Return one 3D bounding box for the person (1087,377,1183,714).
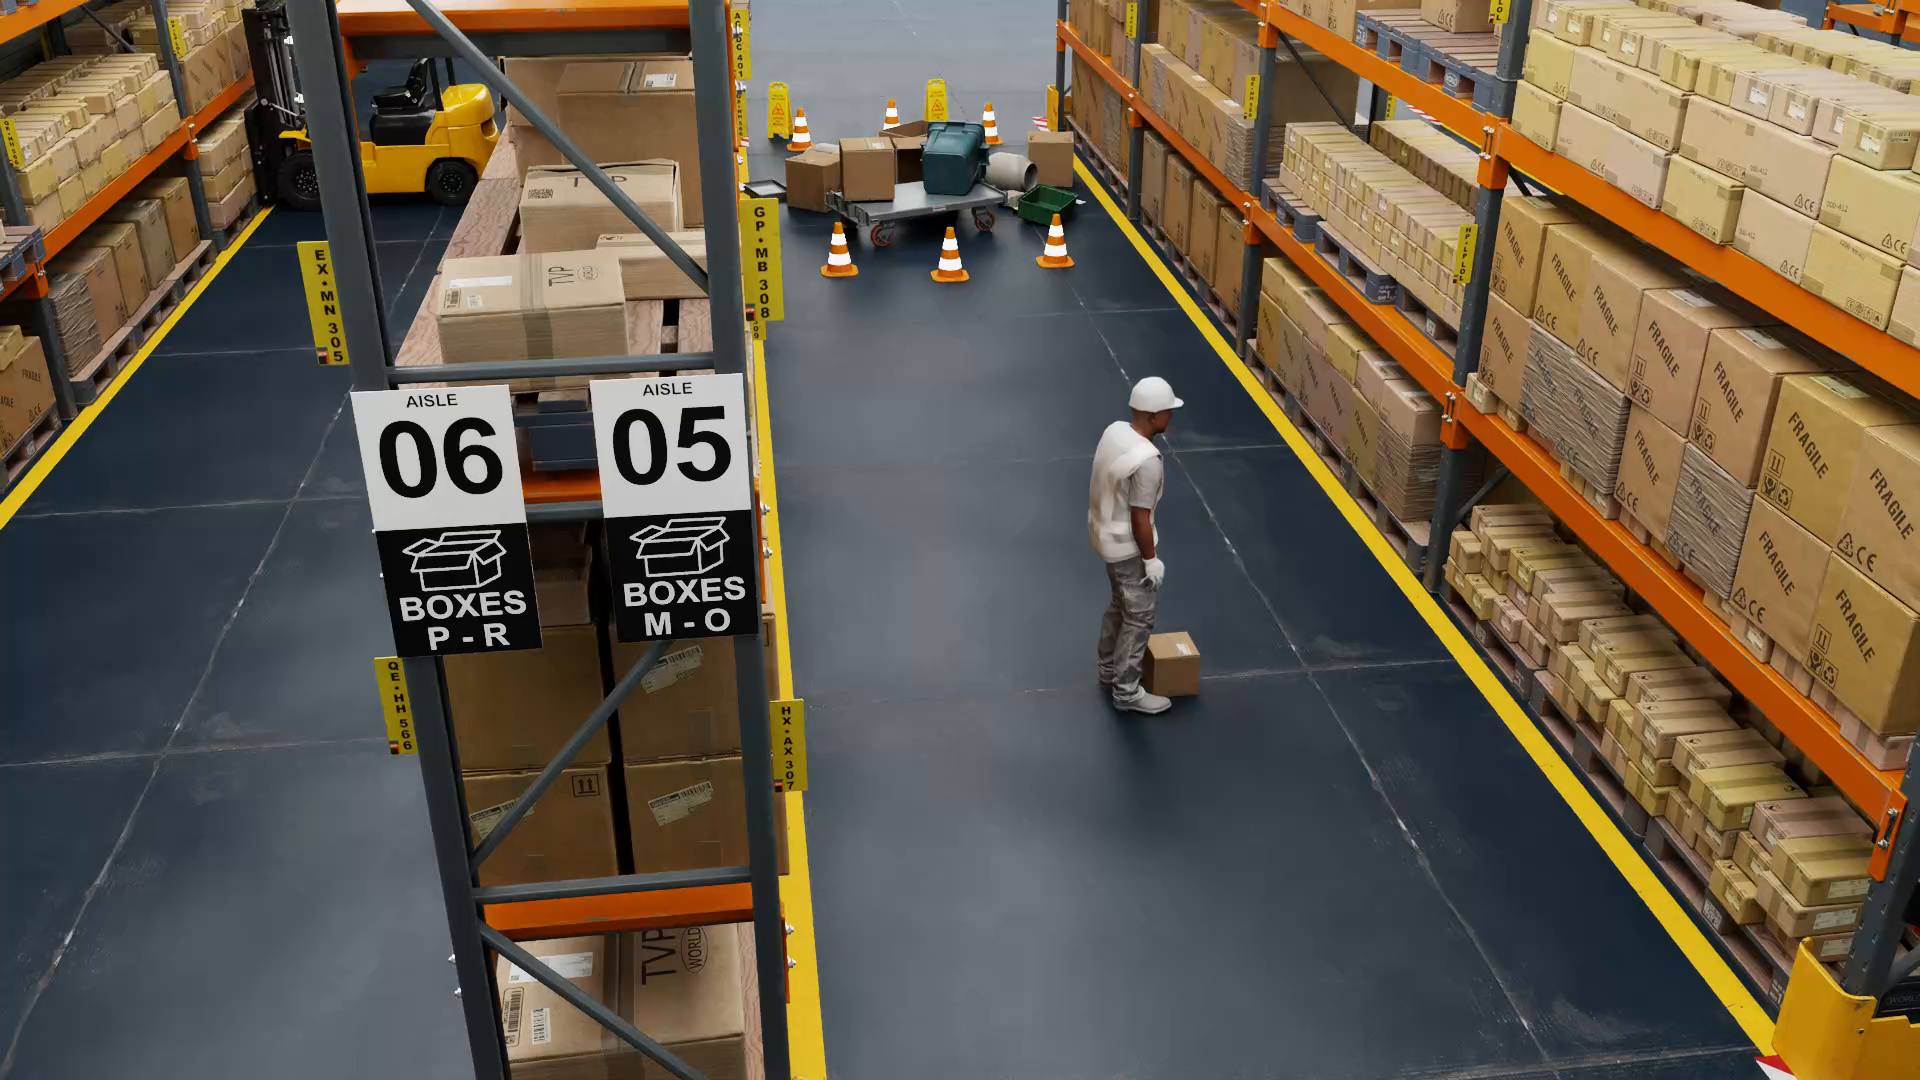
[{"bbox_3d":[0.897,0.013,8.582,0.449,1.771,0.620,-5,27,-10],"label":"person"}]
